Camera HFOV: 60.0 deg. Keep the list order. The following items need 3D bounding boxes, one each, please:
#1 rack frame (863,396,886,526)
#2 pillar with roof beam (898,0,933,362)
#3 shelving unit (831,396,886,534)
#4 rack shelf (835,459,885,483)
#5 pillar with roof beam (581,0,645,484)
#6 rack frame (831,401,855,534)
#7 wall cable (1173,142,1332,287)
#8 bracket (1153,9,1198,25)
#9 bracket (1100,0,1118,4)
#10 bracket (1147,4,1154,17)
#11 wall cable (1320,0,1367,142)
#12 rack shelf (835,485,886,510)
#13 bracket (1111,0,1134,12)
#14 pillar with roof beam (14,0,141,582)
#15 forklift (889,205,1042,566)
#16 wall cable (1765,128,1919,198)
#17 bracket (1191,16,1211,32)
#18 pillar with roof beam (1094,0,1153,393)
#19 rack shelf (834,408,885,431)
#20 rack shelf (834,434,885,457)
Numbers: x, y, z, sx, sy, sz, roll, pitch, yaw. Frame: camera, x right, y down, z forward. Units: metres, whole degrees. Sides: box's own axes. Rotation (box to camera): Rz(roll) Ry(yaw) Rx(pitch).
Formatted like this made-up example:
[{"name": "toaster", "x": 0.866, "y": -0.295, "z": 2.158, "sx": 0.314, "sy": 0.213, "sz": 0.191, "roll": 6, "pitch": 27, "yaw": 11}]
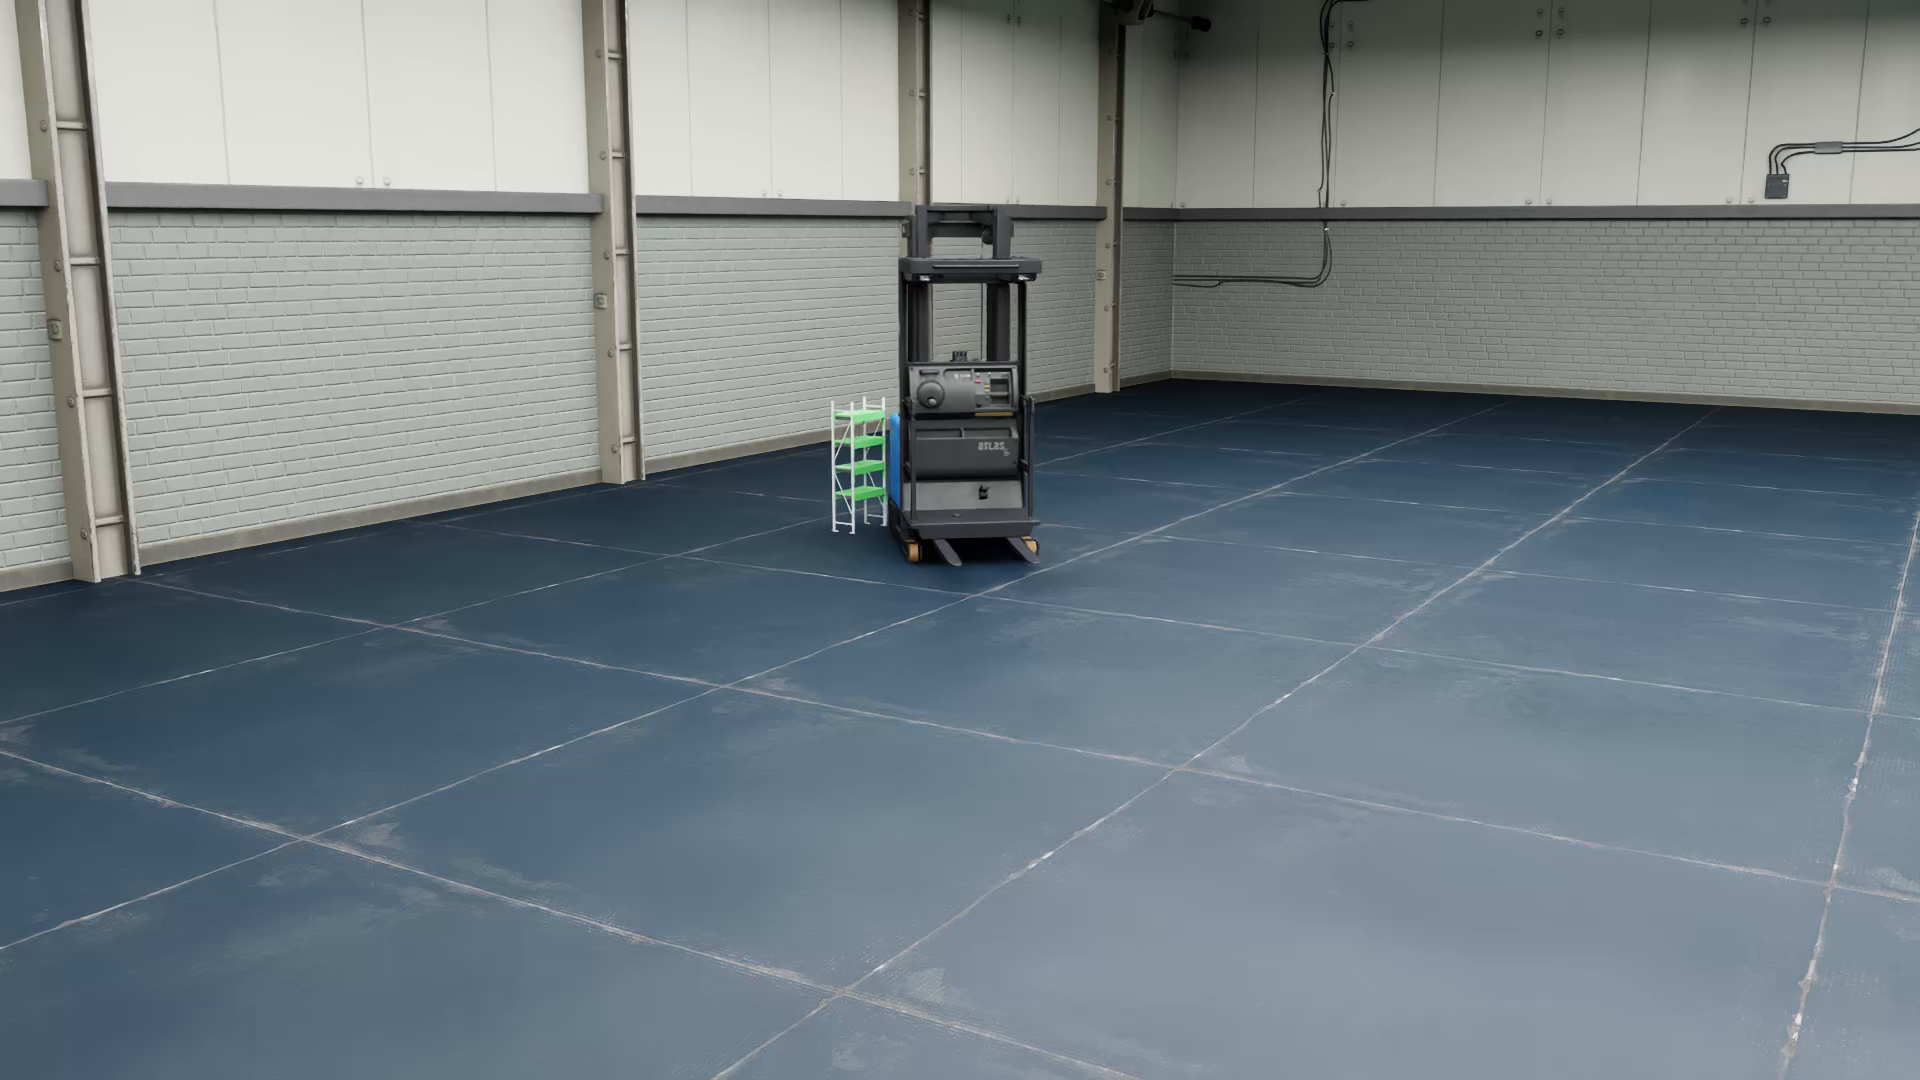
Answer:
[{"name": "rack frame", "x": -0.799, "y": -0.735, "z": 15.535, "sx": 0.240, "sy": 1.200, "sz": 0.015, "roll": 7, "pitch": 13, "yaw": 32}, {"name": "pillar with roof beam", "x": 3.073, "y": -5.610, "z": 20.382, "sx": 9.100, "sy": 9.000, "sz": 0.400, "roll": 6, "pitch": 12, "yaw": 31}, {"name": "shelving unit", "x": -0.932, "y": -0.698, "z": 15.334, "sx": 0.258, "sy": 1.200, "sz": 0.503, "roll": 7, "pitch": 13, "yaw": 32}, {"name": "rack shelf", "x": -0.932, "y": -0.635, "z": 15.346, "sx": 0.258, "sy": 0.148, "sz": 0.480, "roll": 7, "pitch": 13, "yaw": 32}, {"name": "pillar with roof beam", "x": -0.042, "y": -4.667, "z": 15.341, "sx": 9.100, "sy": 9.000, "sz": 0.400, "roll": 6, "pitch": 12, "yaw": 31}, {"name": "rack frame", "x": -1.065, "y": -0.660, "z": 15.133, "sx": 0.240, "sy": 1.200, "sz": 0.015, "roll": 7, "pitch": 13, "yaw": 32}, {"name": "wall cable", "x": 5.168, "y": -5.776, "z": 29.705, "sx": 3.097, "sy": 2.526, "sz": 0.112, "roll": 6, "pitch": 12, "yaw": 31}, {"name": "bracket", "x": 3.951, "y": -9.046, "z": 28.950, "sx": 0.076, "sy": 0.066, "sz": 3.189, "roll": 6, "pitch": 12, "yaw": 31}, {"name": "bracket", "x": 1.259, "y": -8.230, "z": 24.593, "sx": 0.076, "sy": 0.066, "sz": 4.783, "roll": 6, "pitch": 12, "yaw": 31}, {"name": "bracket", "x": 3.028, "y": -8.766, "z": 27.455, "sx": 0.235, "sy": 0.232, "sz": 0.430, "roll": 6, "pitch": 12, "yaw": 31}, {"name": "wall cable", "x": 7.481, "y": -8.000, "z": 27.859, "sx": 3.097, "sy": 2.526, "sz": 0.112, "roll": 6, "pitch": 12, "yaw": 31}, {"name": "rack shelf", "x": -0.932, "y": -0.399, "z": 15.390, "sx": 0.258, "sy": 0.148, "sz": 0.480, "roll": 7, "pitch": 13, "yaw": 32}, {"name": "bracket", "x": 2.597, "y": -8.635, "z": 26.758, "sx": 0.235, "sy": 0.232, "sz": 0.430, "roll": 6, "pitch": 12, "yaw": 31}, {"name": "pillar with roof beam", "x": -3.157, "y": -3.723, "z": 10.301, "sx": 9.100, "sy": 9.000, "sz": 0.400, "roll": 6, "pitch": 12, "yaw": 31}, {"name": "forklift", "x": 0.063, "y": -1.315, "z": 13.928, "sx": 1.130, "sy": 2.935, "sz": 3.031, "roll": -2, "pitch": 11, "yaw": -8}, {"name": "wall cable", "x": 13.274, "y": -8.064, "z": 24.248, "sx": 2.305, "sy": 6.003, "sz": 0.169, "roll": 6, "pitch": 12, "yaw": 31}, {"name": "bracket", "x": 4.258, "y": -9.139, "z": 29.446, "sx": 0.235, "sy": 0.232, "sz": 0.430, "roll": 6, "pitch": 12, "yaw": 31}, {"name": "pillar with roof beam", "x": 6.188, "y": -6.554, "z": 25.422, "sx": 9.100, "sy": 9.000, "sz": 0.548, "roll": 6, "pitch": 12, "yaw": 31}, {"name": "rack shelf", "x": -0.932, "y": -1.107, "z": 15.257, "sx": 0.258, "sy": 0.148, "sz": 0.480, "roll": 7, "pitch": 13, "yaw": 32}, {"name": "rack shelf", "x": -0.932, "y": -0.871, "z": 15.302, "sx": 0.258, "sy": 0.148, "sz": 0.480, "roll": 7, "pitch": 13, "yaw": 32}]
